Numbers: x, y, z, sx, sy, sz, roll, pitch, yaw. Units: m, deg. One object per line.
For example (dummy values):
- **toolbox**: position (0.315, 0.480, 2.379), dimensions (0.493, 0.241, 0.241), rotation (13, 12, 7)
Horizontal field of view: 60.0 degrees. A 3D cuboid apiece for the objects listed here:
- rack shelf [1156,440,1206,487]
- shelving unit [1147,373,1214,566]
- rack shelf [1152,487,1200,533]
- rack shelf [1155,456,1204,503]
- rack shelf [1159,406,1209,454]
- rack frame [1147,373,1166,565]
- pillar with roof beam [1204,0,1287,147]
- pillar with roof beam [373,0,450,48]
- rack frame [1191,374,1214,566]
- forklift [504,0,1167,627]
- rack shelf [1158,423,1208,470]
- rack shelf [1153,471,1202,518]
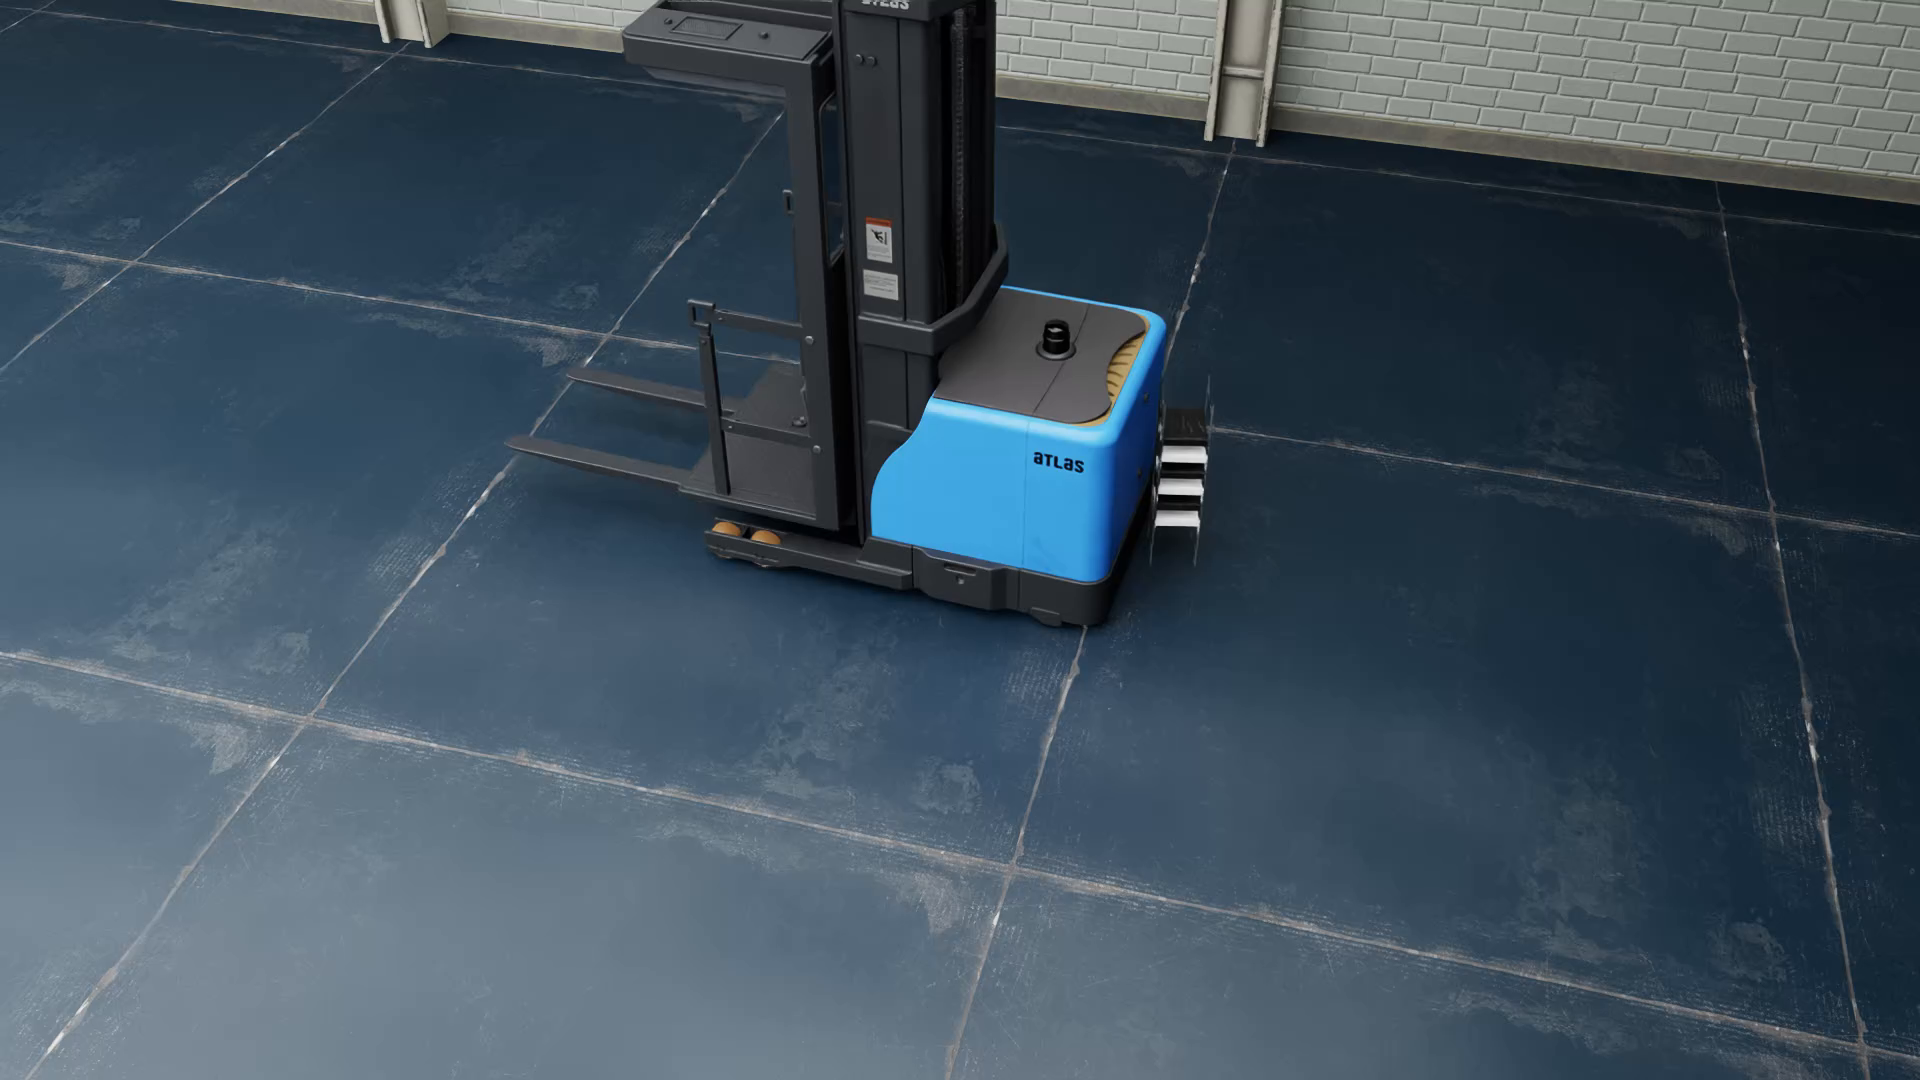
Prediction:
- **rack shelf**: position (0.980, -0.346, 7.399), dimensions (0.200, 0.077, 0.258), rotation (1, 40, 2)
- **shelving unit**: position (0.980, -0.303, 7.435), dimensions (0.210, 0.900, 0.258), rotation (1, 40, 2)
- **rack shelf**: position (0.980, -0.139, 7.572), dimensions (0.200, 0.077, 0.258), rotation (1, 40, 2)
- **rack shelf**: position (0.980, -0.277, 7.456), dimensions (0.200, 0.077, 0.258), rotation (1, 40, 2)
- **rack shelf**: position (0.979, -0.484, 7.283), dimensions (0.200, 0.077, 0.258), rotation (1, 40, 2)
- **rack frame**: position (0.878, -0.305, 7.438), dimensions (0.006, 0.900, 0.240), rotation (1, 40, 2)
- **pillar with roof beam**: position (0.716, -3.456, 4.892), dimensions (0.400, 9.000, 9.100), rotation (10, 41, 11)
- **pillar with roof beam**: position (-5.080, -4.453, 6.080), dimensions (0.400, 9.000, 9.100), rotation (10, 41, 11)
- **rack frame**: position (1.081, -0.300, 7.432), dimensions (0.006, 0.900, 0.240), rotation (1, 40, 2)
- **forklift**: position (-0.653, -1.308, 7.053), dimensions (3.031, 2.935, 1.130), rotation (12, 42, 14)
- **rack shelf**: position (0.980, -0.415, 7.341), dimensions (0.200, 0.077, 0.258), rotation (1, 40, 2)
- **rack shelf**: position (0.980, -0.208, 7.514), dimensions (0.200, 0.077, 0.258), rotation (1, 40, 2)
